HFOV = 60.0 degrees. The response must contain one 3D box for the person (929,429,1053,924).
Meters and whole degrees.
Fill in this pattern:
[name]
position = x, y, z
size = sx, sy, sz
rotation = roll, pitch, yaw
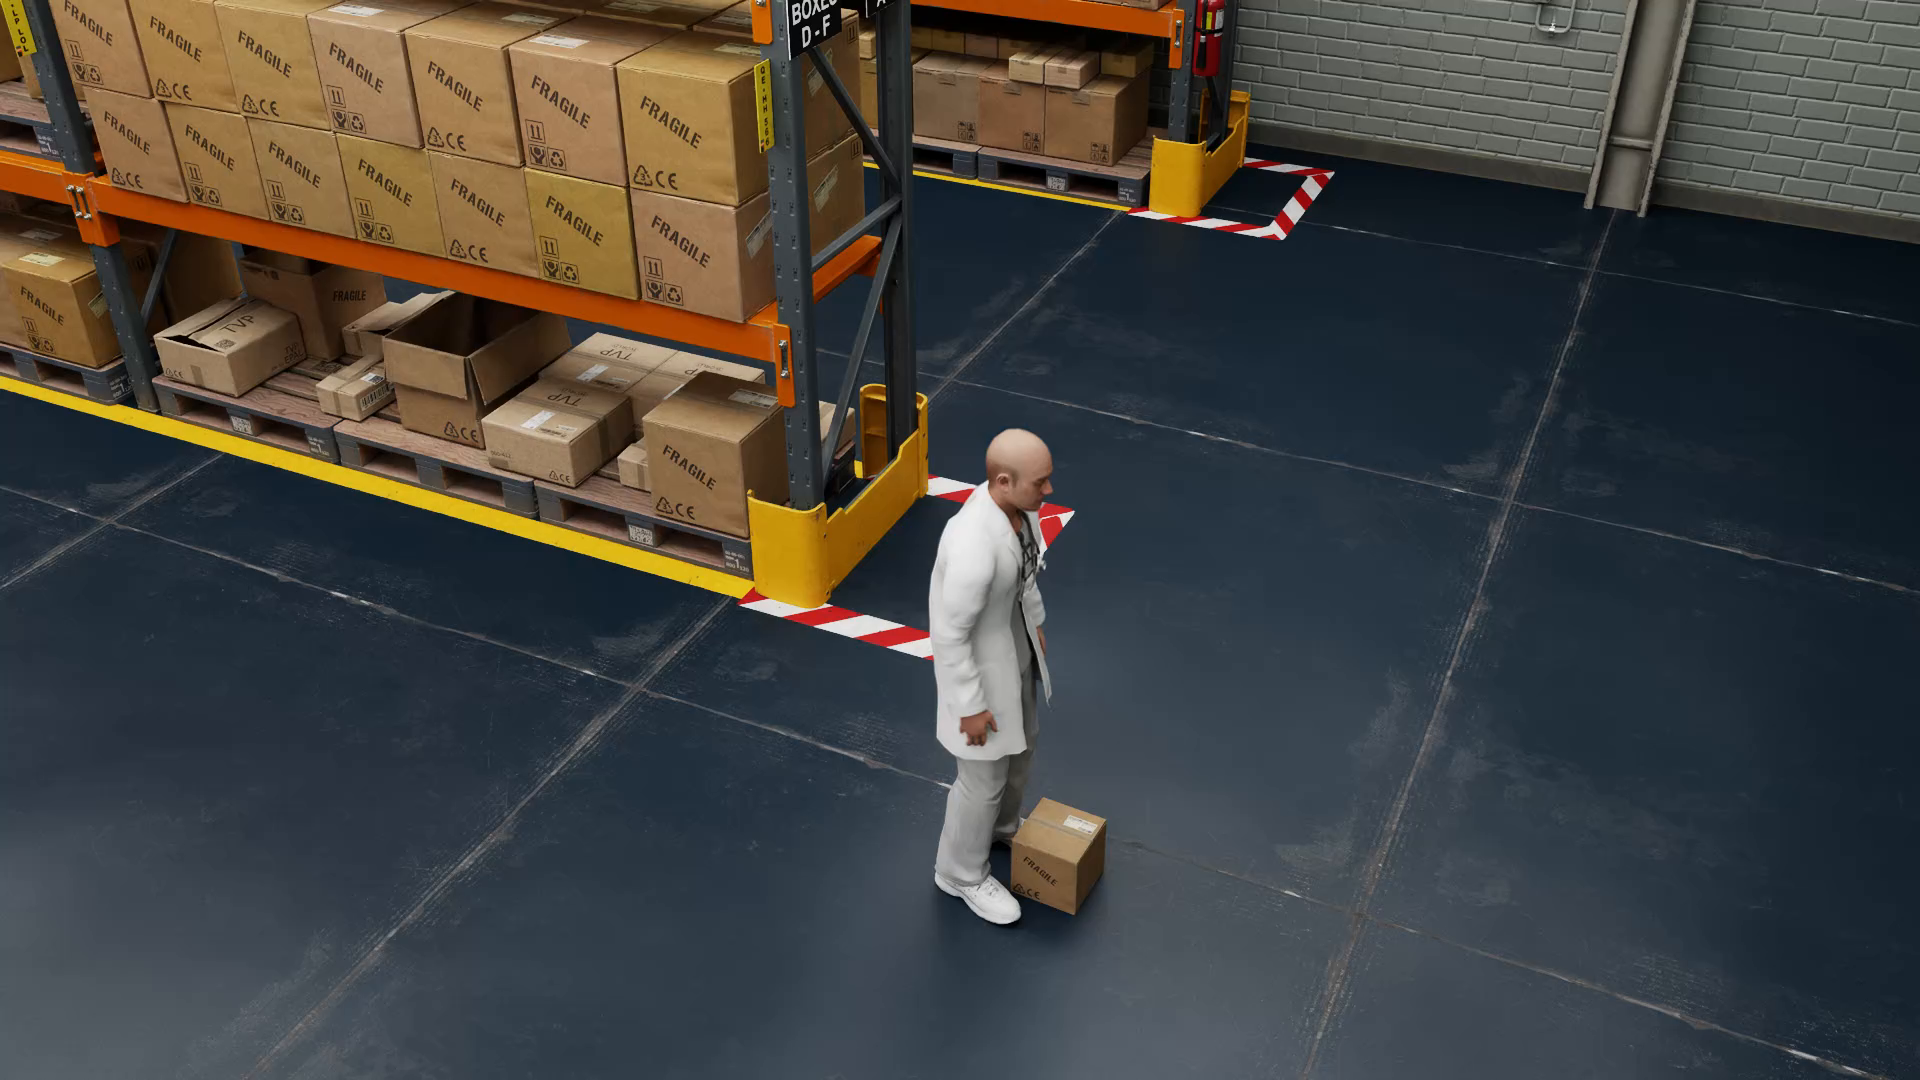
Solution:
[person]
position = 0.119, 0.416, 5.520
size = 0.417, 1.774, 0.650
rotation = 14, 36, 20
